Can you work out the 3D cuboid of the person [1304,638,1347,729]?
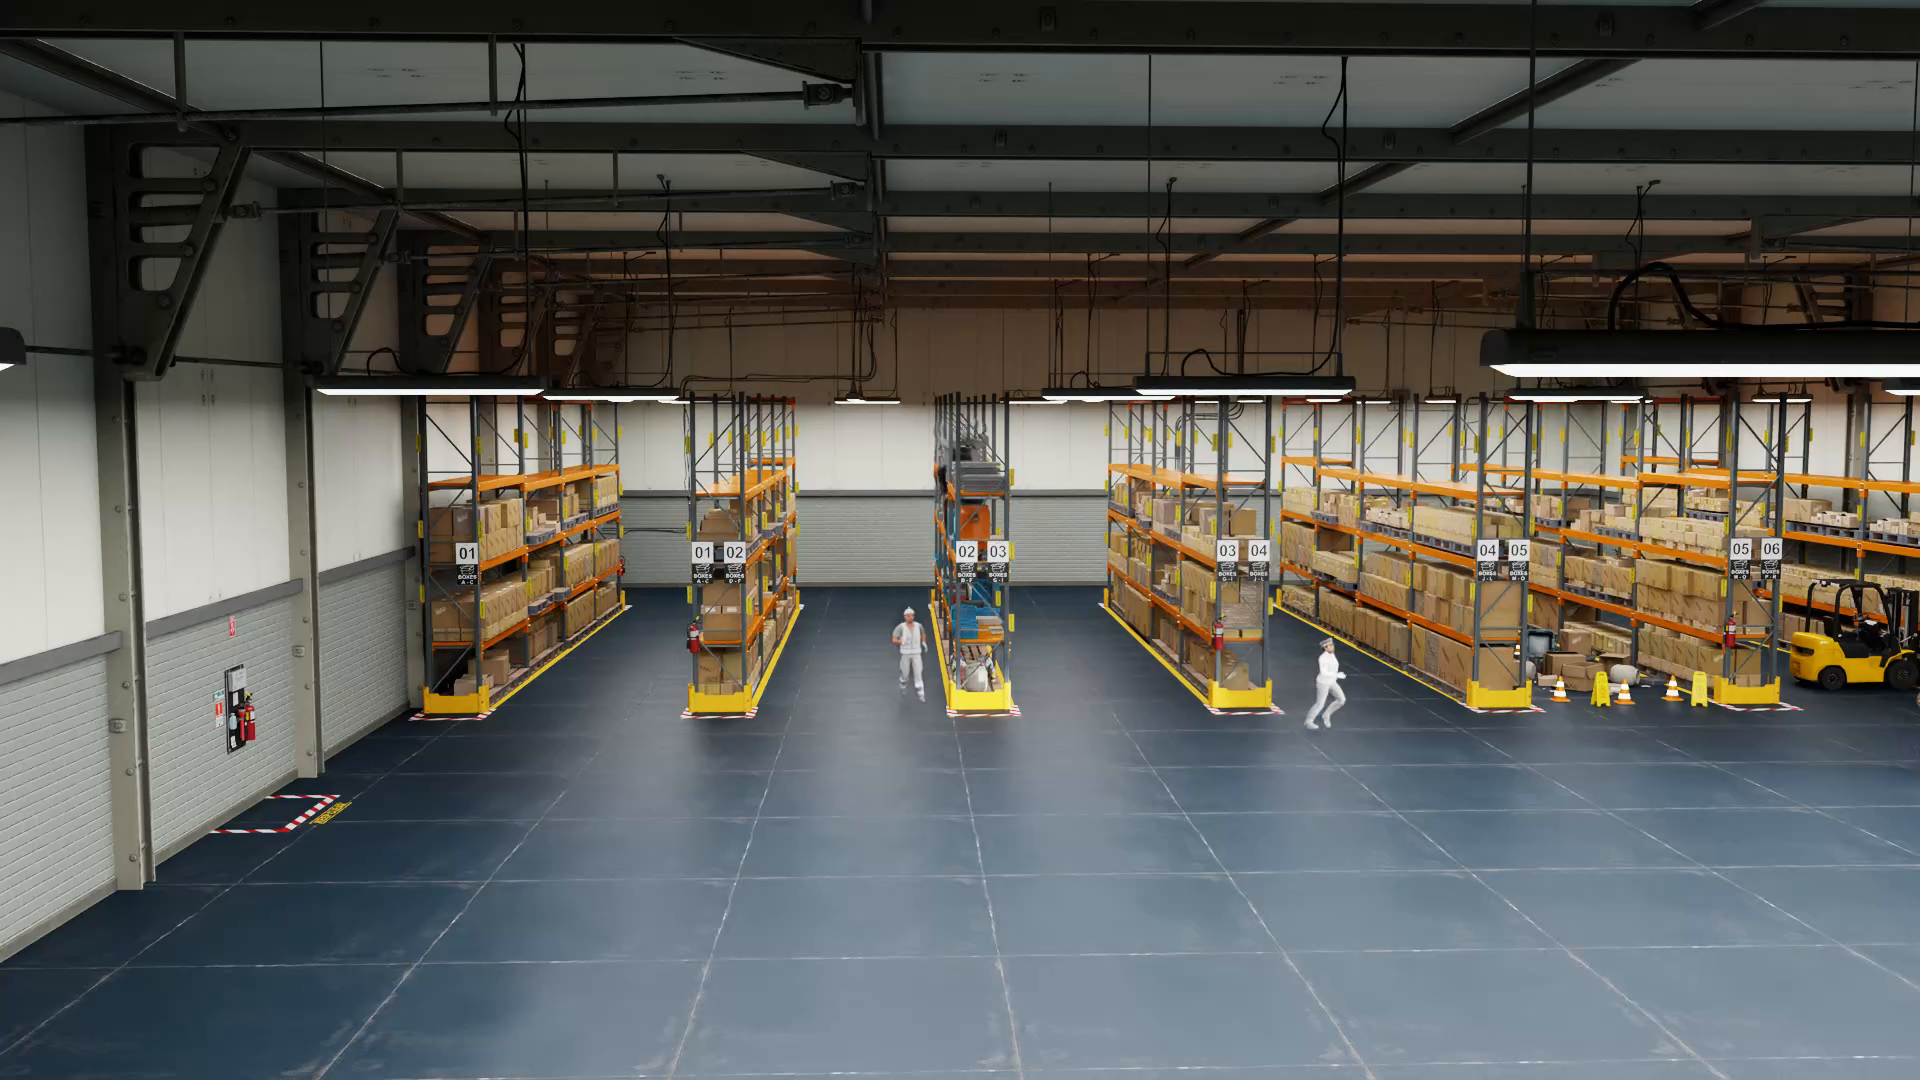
[{"bbox_3d":[6.496,2.529,29.357,0.794,1.642,0.626,4,6,43],"label":"person"}]

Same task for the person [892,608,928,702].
[{"bbox_3d":[-0.955,2.192,31.901,0.690,1.772,1.058,-1,5,-12],"label":"person"}]
